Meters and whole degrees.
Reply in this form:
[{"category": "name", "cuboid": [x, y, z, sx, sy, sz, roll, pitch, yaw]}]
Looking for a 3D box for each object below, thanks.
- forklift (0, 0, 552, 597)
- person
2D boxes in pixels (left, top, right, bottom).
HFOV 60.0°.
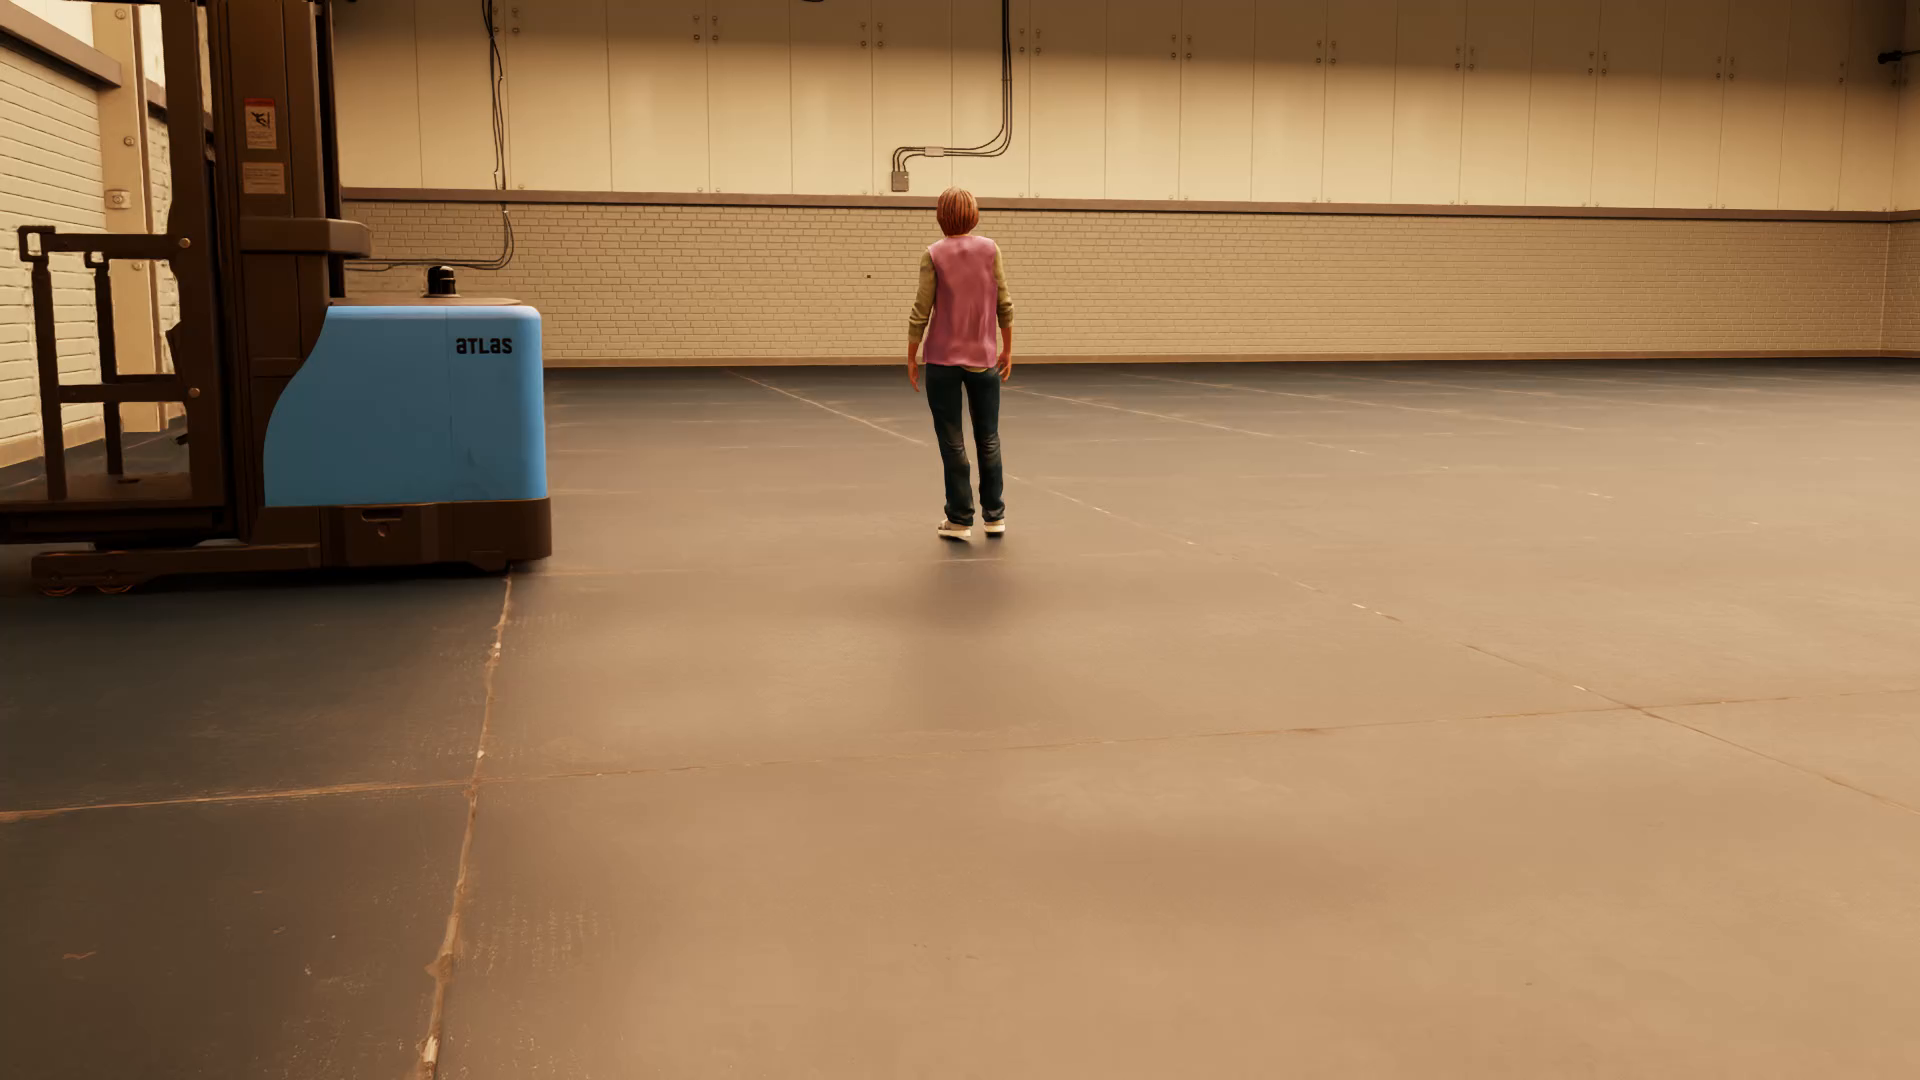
[{"category": "forklift", "cuboid": [-3.231, -1.321, 6.574, 3.031, 2.935, 1.130, -2, 8, -15]}, {"category": "person", "cuboid": [-0.004, -0.808, 7.669, 0.520, 1.596, 0.476, -2, 8, -13]}]
